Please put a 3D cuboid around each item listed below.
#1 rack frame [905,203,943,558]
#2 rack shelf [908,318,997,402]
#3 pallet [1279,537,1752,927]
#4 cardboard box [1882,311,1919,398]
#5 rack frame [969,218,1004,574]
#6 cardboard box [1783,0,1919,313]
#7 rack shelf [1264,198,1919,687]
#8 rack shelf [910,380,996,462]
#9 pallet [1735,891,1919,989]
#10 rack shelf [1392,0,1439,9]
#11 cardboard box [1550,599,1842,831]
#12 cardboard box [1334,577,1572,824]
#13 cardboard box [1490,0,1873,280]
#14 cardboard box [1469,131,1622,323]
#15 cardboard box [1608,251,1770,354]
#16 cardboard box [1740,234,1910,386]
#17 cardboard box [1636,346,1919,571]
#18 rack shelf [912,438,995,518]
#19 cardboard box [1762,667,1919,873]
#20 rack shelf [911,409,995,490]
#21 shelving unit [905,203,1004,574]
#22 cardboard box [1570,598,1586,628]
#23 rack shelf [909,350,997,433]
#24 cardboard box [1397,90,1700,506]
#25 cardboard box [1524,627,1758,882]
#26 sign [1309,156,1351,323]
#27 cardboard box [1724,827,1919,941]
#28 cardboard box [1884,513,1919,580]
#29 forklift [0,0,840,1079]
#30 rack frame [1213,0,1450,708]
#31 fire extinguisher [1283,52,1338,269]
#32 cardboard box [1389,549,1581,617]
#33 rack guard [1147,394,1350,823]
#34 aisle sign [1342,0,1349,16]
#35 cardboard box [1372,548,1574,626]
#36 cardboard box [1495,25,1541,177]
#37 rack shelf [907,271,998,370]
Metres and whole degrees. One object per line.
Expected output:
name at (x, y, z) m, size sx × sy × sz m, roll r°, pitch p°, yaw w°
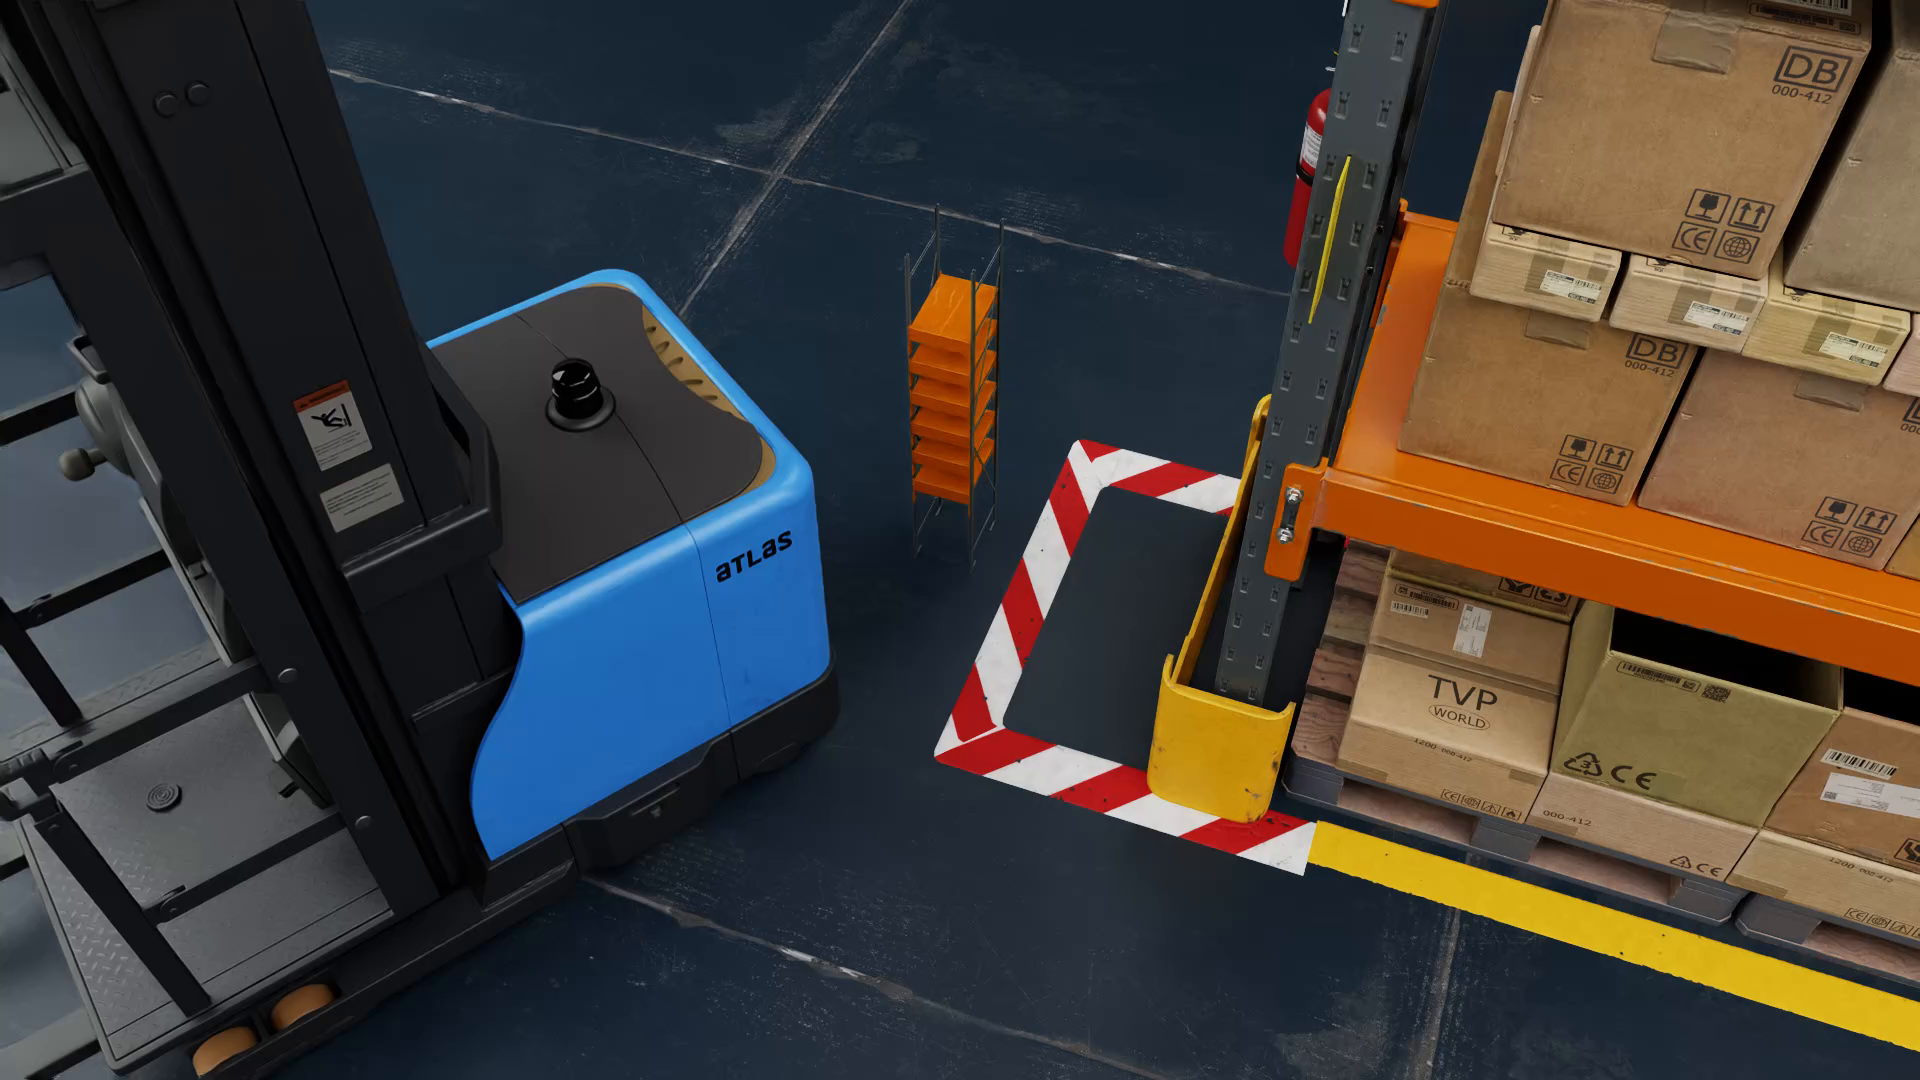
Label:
rack frame at (-0.099, -0.421, 4.821) m, size 0.006 × 1.200 × 0.240 m, roll 16°, pitch 51°, yaw 13°
rack shelf at (-0.014, -0.525, 4.652) m, size 0.180 × 0.103 × 0.258 m, roll 16°, pitch 51°, yaw 13°
pallet at (1.623, 0.442, 4.727) m, size 1.213 × 0.211 × 1.003 m, roll 16°, pitch 51°, yaw 13°
cardboard box at (1.903, -0.430, 3.142) m, size 0.250 × 0.149 × 0.380 m, roll 15°, pitch 51°, yaw 13°
rack frame at (0.072, -0.373, 4.779) m, size 0.006 × 1.200 × 0.240 m, roll 16°, pitch 51°, yaw 13°
cardboard box at (1.869, -0.820, 3.051) m, size 0.500 × 0.500 × 0.700 m, roll 14°, pitch 51°, yaw 12°
rack shelf at (2.767, 0.118, 3.639) m, size 4.000 × 0.370 × 1.077 m, roll 16°, pitch 51°, yaw 13°
rack shelf at (-0.014, -0.368, 4.833) m, size 0.180 × 0.103 × 0.258 m, roll 16°, pitch 51°, yaw 13°
pallet at (2.764, 0.763, 4.449) m, size 1.213 × 0.211 × 1.003 m, roll 16°, pitch 51°, yaw 13°
rack shelf at (2.767, -0.865, 2.505) m, size 4.000 × 0.370 × 1.077 m, roll 16°, pitch 51°, yaw 13°
cardboard box at (1.787, 0.304, 4.047) m, size 0.500 × 0.500 × 0.500 m, roll 16°, pitch 51°, yaw 13°
cardboard box at (1.317, 0.420, 4.443) m, size 0.500 × 0.250 × 0.500 m, roll 16°, pitch 51°, yaw 13°
cardboard box at (1.374, -0.954, 3.167) m, size 0.500 × 0.500 × 0.700 m, roll 16°, pitch 51°, yaw 13°
cardboard box at (1.185, -0.631, 3.317) m, size 0.250 × 0.149 × 0.380 m, roll 15°, pitch 51°, yaw 13°
cardboard box at (1.433, -0.564, 3.258) m, size 0.250 × 0.149 × 0.380 m, roll 14°, pitch 51°, yaw 12°
cardboard box at (1.667, -0.498, 3.201) m, size 0.250 × 0.149 × 0.380 m, roll 16°, pitch 51°, yaw 13°
cardboard box at (1.819, -0.409, 3.553) m, size 0.500 × 0.500 × 0.700 m, roll 17°, pitch 51°, yaw 14°
rack shelf at (-0.014, -0.210, 5.015) m, size 0.180 × 0.103 × 0.258 m, roll 16°, pitch 51°, yaw 13°
cardboard box at (2.260, 0.425, 3.942) m, size 0.500 × 0.500 × 0.500 m, roll 16°, pitch 51°, yaw 13°
rack shelf at (-0.014, -0.289, 4.924) m, size 0.180 × 0.103 × 0.258 m, roll 16°, pitch 51°, yaw 13°
shelving unit at (-0.014, -0.397, 4.800) m, size 0.189 × 1.200 × 0.258 m, roll 16°, pitch 51°, yaw 13°
cardboard box at (1.970, 0.175, 4.655) m, size 0.500 × 0.250 × 0.500 m, roll 16°, pitch 51°, yaw 13°
rack shelf at (-0.014, -0.446, 4.743) m, size 0.180 × 0.103 × 0.258 m, roll 16°, pitch 51°, yaw 13°
cardboard box at (1.325, -0.543, 3.669) m, size 0.500 × 0.500 × 0.700 m, roll 16°, pitch 51°, yaw 13°
cardboard box at (1.787, 0.548, 4.332) m, size 0.500 × 0.250 × 0.500 m, roll 16°, pitch 51°, yaw 13°
sign at (0.693, -0.559, 3.124) m, size 0.005 × 0.325 × 0.100 m, roll 16°, pitch 51°, yaw 13°
cardboard box at (2.256, 0.679, 4.218) m, size 0.500 × 0.250 × 0.500 m, roll 16°, pitch 51°, yaw 13°
cardboard box at (2.283, -0.275, 3.437) m, size 0.500 × 0.500 × 0.700 m, roll 16°, pitch 51°, yaw 13°
forklift at (-1.835, -0.069, 3.371) m, size 3.031 × 2.935 × 1.130 m, roll -28°, pitch 55°, yaw -22°
rack frame at (0.891, -0.641, 3.821) m, size 0.127 × 3.000 × 1.000 m, roll 16°, pitch 51°, yaw 13°
fire extinguisher at (0.941, -0.976, 4.162) m, size 0.183 × 0.674 × 0.296 m, roll 16°, pitch 51°, yaw 13°
cardboard box at (1.497, -0.195, 4.479) m, size 0.500 × 0.500 × 0.500 m, roll 16°, pitch 51°, yaw 13°
rack guard at (0.869, 0.171, 4.771) m, size 0.348 × 0.500 × 1.175 m, roll 16°, pitch 51°, yaw 13°
aisle sign at (0.723, -1.293, 2.665) m, size 0.004 × 0.787 × 0.394 m, roll 16°, pitch 51°, yaw 13°
cardboard box at (1.497, 0.052, 4.761) m, size 0.500 × 0.250 × 0.500 m, roll 16°, pitch 51°, yaw 13°
cardboard box at (1.316, -0.922, 3.568) m, size 0.250 × 0.149 × 0.380 m, roll 15°, pitch 51°, yaw 13°
rack shelf at (-0.014, -0.603, 4.561) m, size 0.180 × 0.103 × 0.258 m, roll 16°, pitch 51°, yaw 13°
